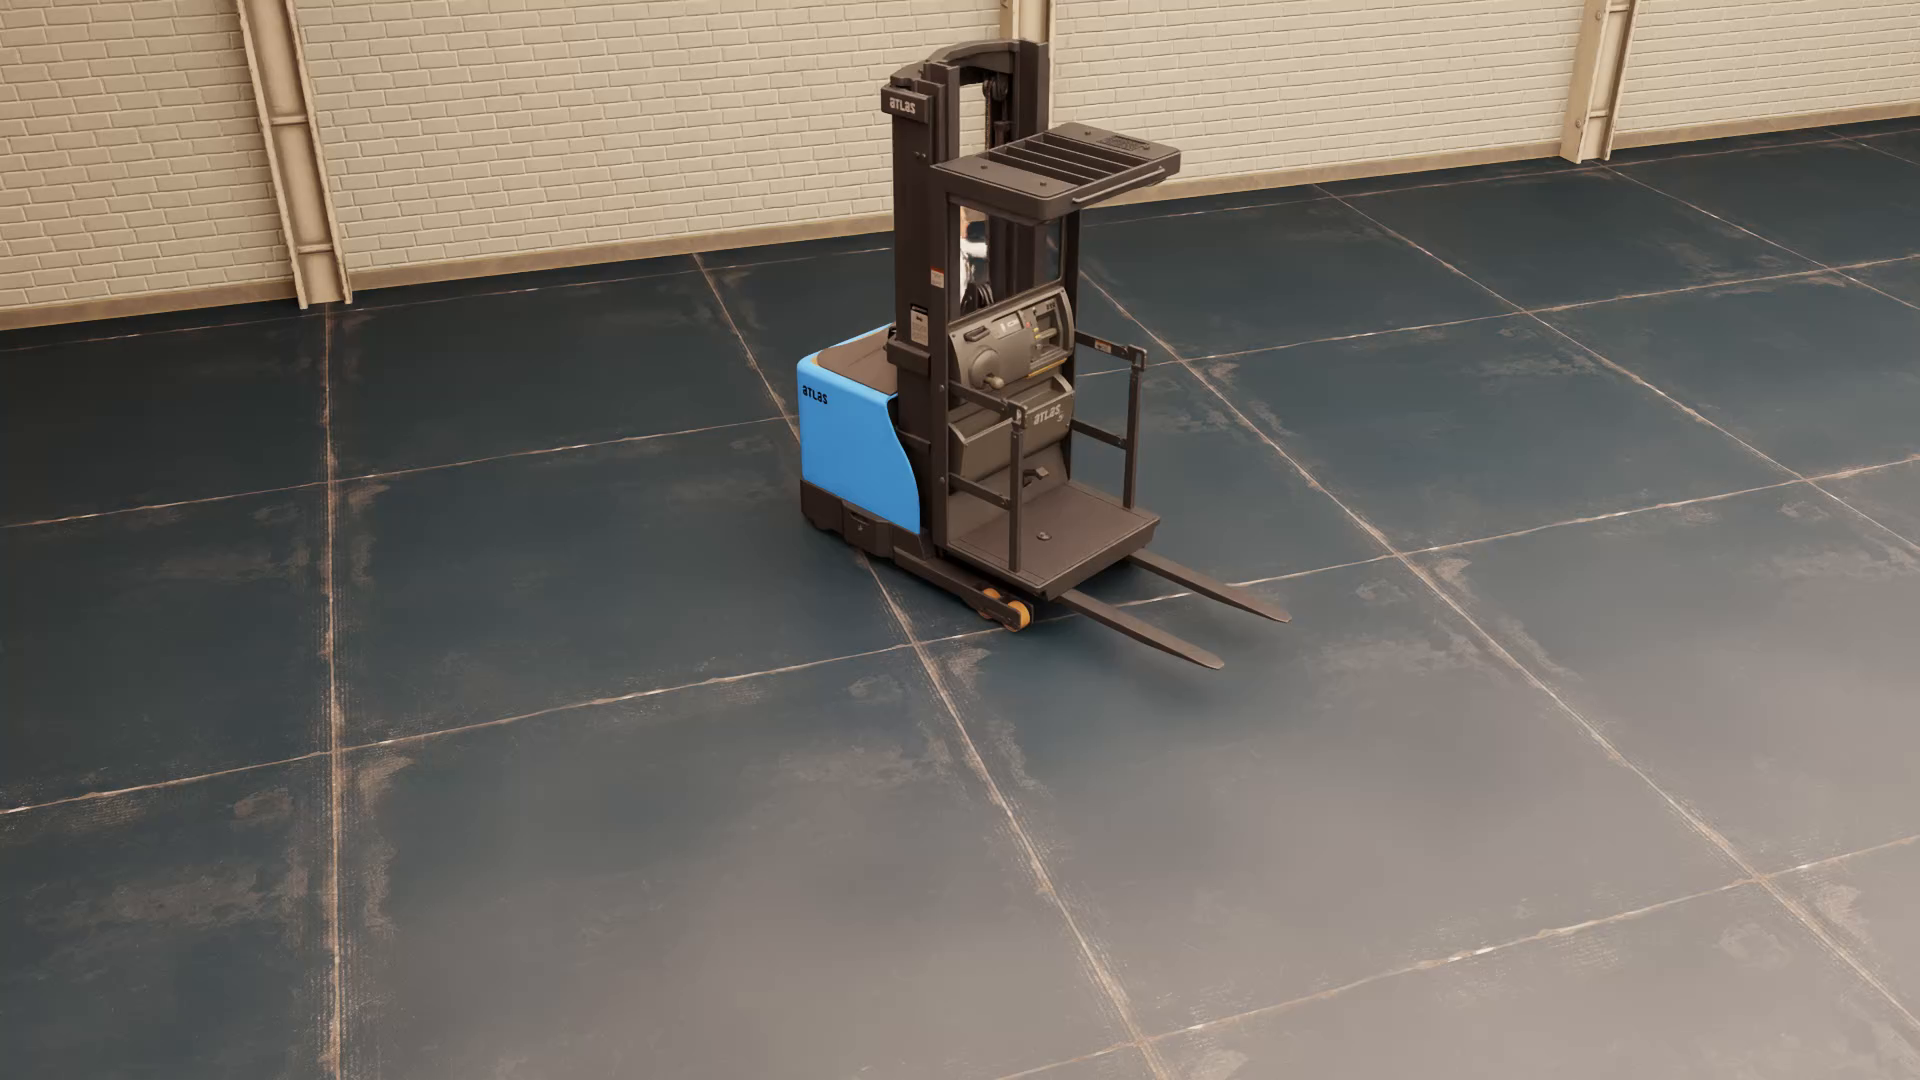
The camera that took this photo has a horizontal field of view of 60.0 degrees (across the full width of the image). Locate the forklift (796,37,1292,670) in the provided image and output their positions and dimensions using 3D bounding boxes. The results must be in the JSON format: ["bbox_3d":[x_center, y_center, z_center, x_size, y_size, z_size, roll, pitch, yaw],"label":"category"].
[{"bbox_3d":[0.443,-1.061,8.931,3.031,2.935,1.130,25,38,37],"label":"forklift"}]

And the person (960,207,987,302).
[{"bbox_3d":[0.204,-1.469,11.032,0.896,1.535,1.065,-2,30,-3],"label":"person"}]
